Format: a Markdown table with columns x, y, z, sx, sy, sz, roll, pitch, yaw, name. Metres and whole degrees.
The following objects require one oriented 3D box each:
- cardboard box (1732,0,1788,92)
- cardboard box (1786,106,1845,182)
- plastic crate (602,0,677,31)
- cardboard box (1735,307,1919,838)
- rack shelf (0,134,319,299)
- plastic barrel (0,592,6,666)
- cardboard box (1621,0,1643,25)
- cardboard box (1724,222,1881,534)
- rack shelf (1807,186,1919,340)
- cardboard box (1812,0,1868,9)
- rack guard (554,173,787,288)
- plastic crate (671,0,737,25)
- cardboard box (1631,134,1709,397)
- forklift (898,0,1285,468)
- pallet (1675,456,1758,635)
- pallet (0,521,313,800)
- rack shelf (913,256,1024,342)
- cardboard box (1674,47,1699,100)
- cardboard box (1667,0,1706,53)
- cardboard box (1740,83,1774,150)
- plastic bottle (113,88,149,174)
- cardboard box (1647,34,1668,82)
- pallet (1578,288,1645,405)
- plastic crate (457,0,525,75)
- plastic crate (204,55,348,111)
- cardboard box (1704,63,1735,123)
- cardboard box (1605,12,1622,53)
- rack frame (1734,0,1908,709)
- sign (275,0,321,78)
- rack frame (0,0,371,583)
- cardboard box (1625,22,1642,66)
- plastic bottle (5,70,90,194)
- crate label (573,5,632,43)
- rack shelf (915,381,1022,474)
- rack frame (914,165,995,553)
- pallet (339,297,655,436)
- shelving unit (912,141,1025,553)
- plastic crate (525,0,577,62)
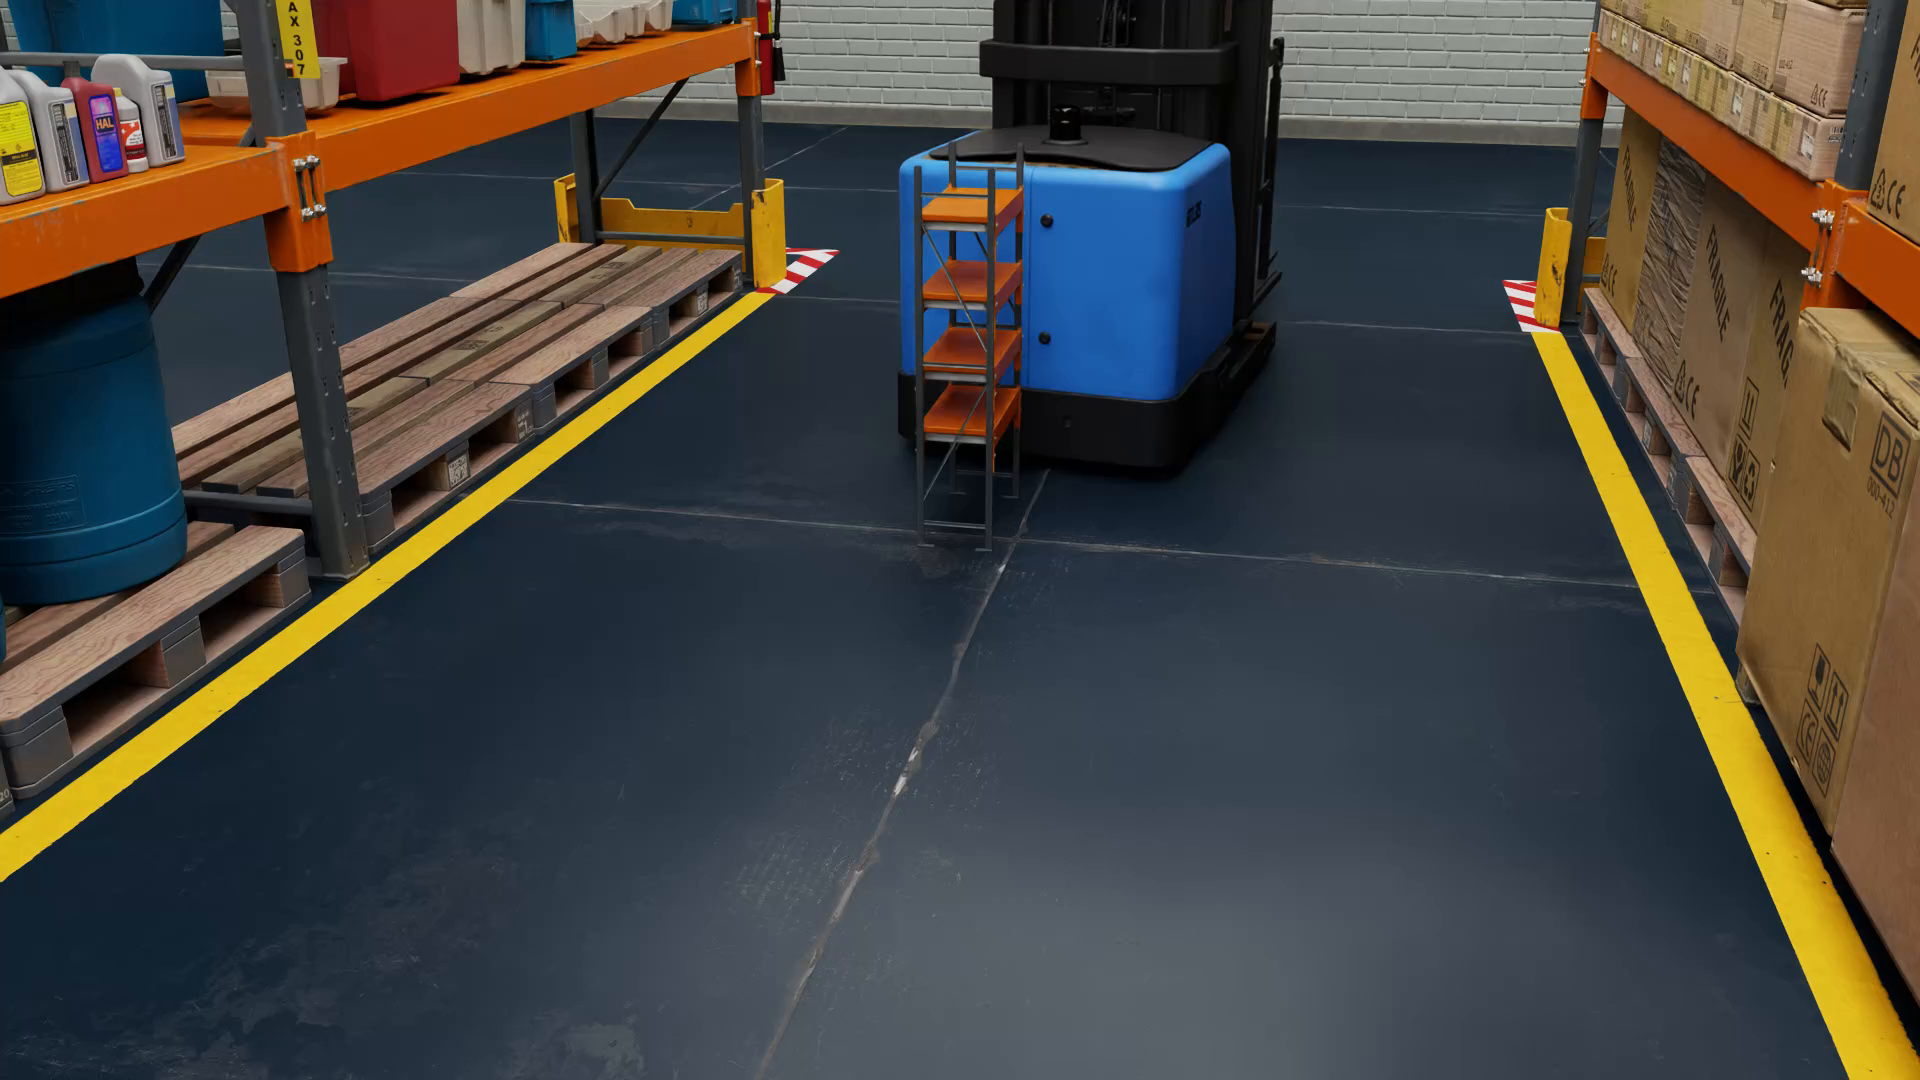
| x | y | z | sx | sy | sz | roll | pitch | yaw | name |
| --- | --- | --- | --- | --- | --- | --- | --- | --- | --- |
| 2.461 | -1.385 | 4.579 | 0.500 | 0.250 | 0.500 | 5 | 23 | 13 | cardboard box |
| 2.266 | -0.965 | 4.071 | 0.380 | 0.149 | 0.250 | 5 | 22 | 11 | cardboard box |
| -1.497 | -2.379 | 7.519 | 0.396 | 0.136 | 0.243 | 4 | 22 | 11 | plastic crate |
| 2.413 | 0.081 | 3.419 | 1.225 | 0.875 | 0.875 | 5 | 22 | 11 | cardboard box |
| -2.732 | -0.258 | 2.941 | 1.077 | 0.370 | 4.000 | 4 | 22 | 11 | rack shelf |
| -2.596 | -0.088 | 3.803 | 0.600 | 0.901 | 0.708 | 4 | 22 | 11 | plastic barrel |
| 2.879 | -2.131 | 6.432 | 0.500 | 0.250 | 0.500 | 4 | 22 | 10 | cardboard box |
| 2.737 | -0.390 | 4.588 | 0.875 | 0.875 | 0.875 | 4 | 22 | 11 | cardboard box |
| 2.116 | 0.120 | 2.004 | 1.077 | 0.370 | 4.000 | 4 | 22 | 11 | rack shelf |
| 2.357 | -1.550 | 3.986 | 0.500 | 0.500 | 0.500 | 5 | 22 | 12 | cardboard box |
| -1.516 | -1.636 | 8.747 | 1.175 | 0.500 | 0.348 | 4 | 22 | 11 | rack guard |
| -1.394 | -2.693 | 7.898 | 0.616 | 0.435 | 0.499 | 4 | 22 | 11 | plastic crate |
| 3.103 | -1.044 | 6.214 | 0.875 | 0.875 | 0.875 | 4 | 22 | 11 | cardboard box |
| 0.757 | -2.131 | 6.720 | 1.130 | 2.935 | 3.031 | 8 | 23 | 19 | forklift |
| 2.756 | 0.076 | 4.882 | 1.003 | 0.211 | 1.213 | 4 | 22 | 11 | pallet |
| -2.523 | 0.250 | 4.451 | 1.003 | 0.211 | 1.213 | 4 | 22 | 11 | pallet |
| 0.034 | -0.762 | 5.221 | 0.258 | 0.148 | 0.480 | 4 | 22 | 11 | rack shelf |
| 2.581 | -1.528 | 5.469 | 0.380 | 0.149 | 0.250 | 5 | 22 | 12 | cardboard box |
| 2.671 | -1.756 | 5.502 | 0.500 | 0.250 | 0.500 | 4 | 22 | 10 | cardboard box |
| 2.371 | -1.153 | 4.538 | 0.380 | 0.149 | 0.250 | 4 | 22 | 10 | cardboard box |
| -2.085 | -1.017 | 4.131 | 0.097 | 0.201 | 0.097 | 0 | 22 | 0 | plastic bottle |
| 2.685 | -1.717 | 5.937 | 0.380 | 0.149 | 0.250 | 4 | 22 | 10 | cardboard box |
| 3.254 | -0.816 | 7.098 | 1.003 | 0.211 | 1.213 | 4 | 22 | 11 | pallet |
| -1.832 | -1.840 | 5.986 | 0.437 | 0.282 | 0.530 | 4 | 22 | 11 | plastic crate |
| -2.089 | -1.388 | 5.057 | 0.396 | 0.136 | 0.243 | 4 | 22 | 11 | plastic crate |
| 2.476 | -1.342 | 5.006 | 0.380 | 0.149 | 0.250 | 5 | 22 | 12 | cardboard box |
| 2.894 | -2.093 | 6.872 | 0.380 | 0.149 | 0.250 | 4 | 22 | 10 | cardboard box |
| 2.525 | -0.945 | 3.686 | 1.000 | 3.000 | 0.127 | 4 | 22 | 11 | rack frame |
| -1.786 | -1.409 | 4.466 | 0.100 | 0.325 | 0.005 | 4 | 22 | 11 | sign |
| -2.324 | -1.323 | 4.623 | 1.000 | 3.000 | 0.127 | 4 | 22 | 11 | rack frame |
| 2.790 | -1.904 | 6.402 | 0.380 | 0.149 | 0.250 | 4 | 22 | 10 | cardboard box |
| -2.163 | -0.963 | 3.895 | 0.152 | 0.276 | 0.135 | 4 | 22 | 11 | plastic bottle |
| -1.603 | -2.171 | 7.001 | 0.396 | 0.136 | 0.243 | 4 | 22 | 11 | crate label |
| 0.034 | -0.371 | 5.379 | 0.258 | 0.148 | 0.480 | 4 | 22 | 11 | rack shelf |
| -0.016 | -0.528 | 5.058 | 0.240 | 1.200 | 0.015 | 4 | 22 | 11 | rack frame |
| -1.965 | -0.749 | 6.930 | 1.003 | 0.211 | 1.213 | 4 | 22 | 11 | pallet |
| 0.034 | -0.617 | 5.280 | 0.258 | 1.200 | 0.503 | 4 | 22 | 11 | shelving unit |
| -1.676 | -1.965 | 6.362 | 0.416 | 0.233 | 0.300 | 4 | 22 | 11 | plastic crate |
